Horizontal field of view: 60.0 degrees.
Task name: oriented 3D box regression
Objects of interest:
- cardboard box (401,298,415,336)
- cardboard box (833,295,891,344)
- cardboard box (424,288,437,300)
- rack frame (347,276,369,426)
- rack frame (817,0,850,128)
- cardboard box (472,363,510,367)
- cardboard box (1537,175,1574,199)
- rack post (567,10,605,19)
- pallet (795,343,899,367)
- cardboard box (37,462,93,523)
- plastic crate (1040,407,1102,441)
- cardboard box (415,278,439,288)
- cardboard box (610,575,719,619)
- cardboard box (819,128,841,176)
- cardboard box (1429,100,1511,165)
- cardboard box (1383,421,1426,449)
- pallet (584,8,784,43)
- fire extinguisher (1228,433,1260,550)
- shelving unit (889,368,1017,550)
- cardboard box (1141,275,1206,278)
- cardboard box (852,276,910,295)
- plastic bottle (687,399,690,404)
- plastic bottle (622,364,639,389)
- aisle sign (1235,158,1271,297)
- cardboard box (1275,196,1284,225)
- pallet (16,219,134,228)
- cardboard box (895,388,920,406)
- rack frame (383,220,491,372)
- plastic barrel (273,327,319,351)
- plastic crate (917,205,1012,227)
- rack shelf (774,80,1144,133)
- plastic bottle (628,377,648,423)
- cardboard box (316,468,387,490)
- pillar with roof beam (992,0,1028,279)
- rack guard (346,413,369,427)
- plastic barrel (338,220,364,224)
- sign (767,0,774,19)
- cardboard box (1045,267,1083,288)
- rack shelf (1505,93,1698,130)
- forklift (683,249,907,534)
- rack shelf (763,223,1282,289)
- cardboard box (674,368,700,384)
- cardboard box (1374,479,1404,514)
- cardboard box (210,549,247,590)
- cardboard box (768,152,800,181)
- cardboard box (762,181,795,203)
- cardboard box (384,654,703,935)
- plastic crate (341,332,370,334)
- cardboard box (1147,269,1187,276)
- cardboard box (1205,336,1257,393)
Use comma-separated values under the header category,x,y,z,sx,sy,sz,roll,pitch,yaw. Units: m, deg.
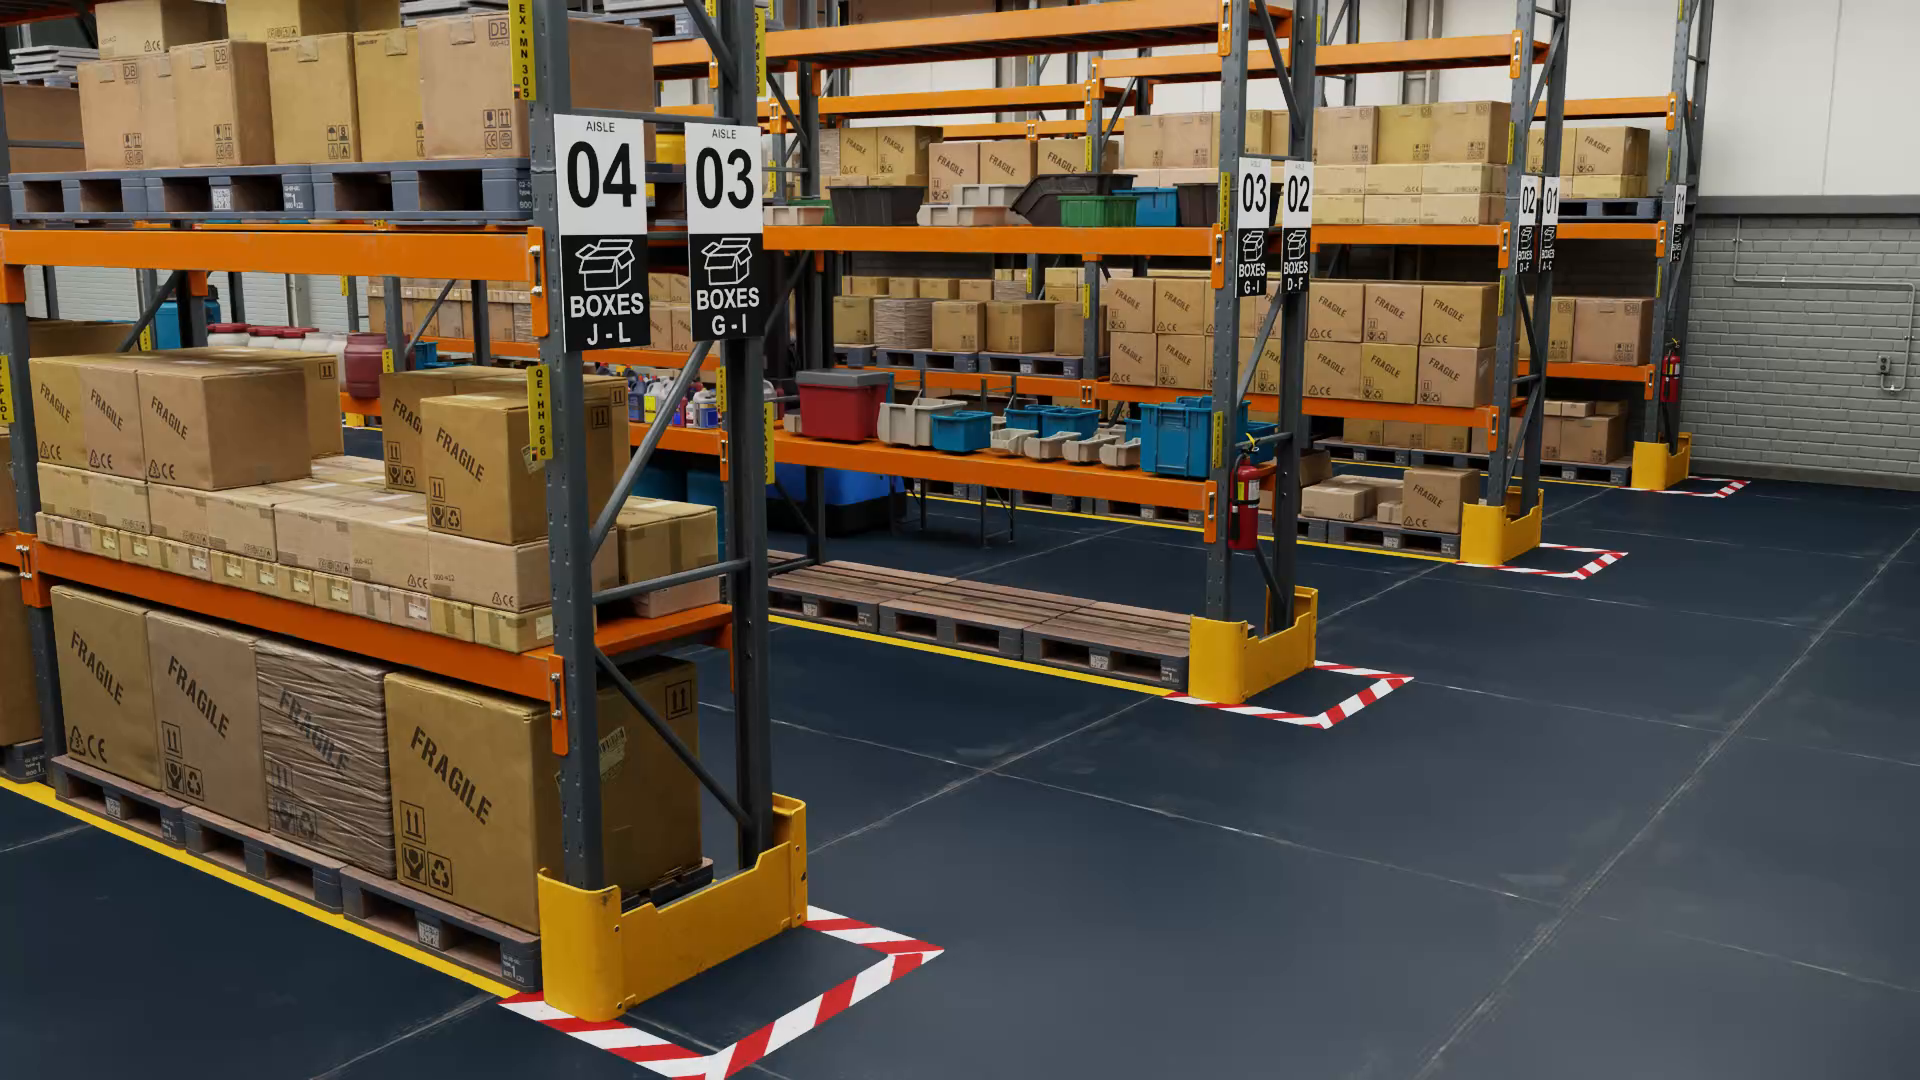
category,x,y,z,sx,sy,sz,roll,pitch,yaw
cardboard box,-7.344,-3.085,22.817,0.500,0.500,0.700,8,14,37
cardboard box,-1.117,-2.451,18.434,0.500,0.500,0.700,3,11,17
cardboard box,-6.911,-3.295,22.193,0.250,0.149,0.380,8,13,35
rack frame,-8.139,-3.149,23.410,0.127,3.000,1.000,8,13,36
rack frame,-1.986,-6.403,24.437,0.127,3.000,1.000,8,13,36
cardboard box,-6.220,-2.056,21.919,0.500,0.500,0.500,8,13,36
cardboard box,6.519,-3.863,18.231,0.500,0.250,0.500,7,13,33
rack post,-3.109,-3.950,13.072,0.954,0.300,0.937,10,15,42
pallet,-1.103,-2.090,18.440,1.003,0.211,1.213,8,13,36
cardboard box,-4.110,-0.263,8.105,0.500,0.250,0.500,8,13,35
plastic crate,0.757,-0.766,11.373,0.300,0.233,0.416,8,13,36
cardboard box,-6.894,-3.660,22.371,0.500,0.500,0.700,8,14,36
cardboard box,-1.200,0.199,6.766,0.250,0.149,0.380,8,14,36
cardboard box,-1.343,-4.212,18.113,0.500,0.500,0.500,8,13,36
cardboard box,4.333,-3.418,14.008,0.500,0.500,0.700,8,13,36
cardboard box,5.407,-1.381,19.745,0.500,0.500,0.700,8,13,35
pallet,-2.087,-3.787,12.461,1.213,0.211,1.003,8,13,36
fire extinguisher,1.675,-0.285,9.789,0.183,0.674,0.296,8,13,36
shelving unit,-0.069,-0.746,14.937,1.048,1.500,0.538,8,13,36
cardboard box,2.094,-2.323,16.243,0.500,0.500,0.500,8,14,36
cardboard box,-1.150,-3.597,24.303,0.500,0.500,0.700,10,15,41
plastic bottle,-2.092,-0.972,12.682,0.097,0.201,0.097,0,11,0
plastic bottle,-2.766,-1.299,13.976,0.185,0.351,0.144,8,13,36
aisle sign,1.707,-1.816,9.673,0.004,0.787,0.394,8,13,36
cardboard box,2.986,-2.937,14.814,0.500,0.250,0.500,8,13,36
pallet,-5.102,-1.758,8.826,1.217,0.209,0.805,7,13,33
cardboard box,-0.750,-1.532,18.498,0.500,0.250,0.500,9,14,38
rack frame,-4.626,-1.492,14.843,0.127,3.000,1.000,8,13,36
plastic barrel,-6.269,-1.736,15.747,0.433,0.535,0.433,0,11,0
plastic crate,0.010,-2.130,10.939,0.530,0.136,0.437,8,13,36
rack shelf,-0.079,-4.421,17.135,4.000,0.370,1.077,8,13,36
plastic bottle,-2.486,-1.092,12.906,0.185,0.351,0.144,8,13,36
cardboard box,-2.586,-0.174,7.644,0.500,0.250,0.500,8,13,34
pillar with roof beam,-1.846,-5.573,20.146,0.400,9.000,9.100,8,13,36
rack guard,-8.158,-1.924,23.661,0.348,0.500,1.175,8,13,36
plastic barrel,-5.687,-3.374,15.546,0.708,0.830,0.600,8,13,36
sign,-2.017,-5.646,17.646,0.005,0.325,0.100,8,13,36
cardboard box,1.475,-3.488,22.087,0.500,0.250,0.500,8,14,37
rack shelf,6.074,-4.730,18.732,4.000,0.370,1.077,8,13,36
forklift,-2.019,-1.680,16.000,3.031,2.935,1.130,7,13,33
rack shelf,0.210,-1.937,11.140,4.000,0.370,1.077,8,13,36
cardboard box,-4.246,-2.648,26.741,0.500,0.311,0.500,9,14,40
cardboard box,4.084,-0.377,15.162,0.500,0.250,0.500,8,13,36
cardboard box,-3.035,0.099,7.283,0.250,0.149,0.380,7,13,34
cardboard box,-2.550,-5.495,24.693,0.500,0.500,0.500,7,13,31
cardboard box,-2.090,-3.897,18.669,0.500,0.250,0.500,7,13,31
cardboard box,-1.673,0.943,6.745,0.875,0.875,0.875,8,13,36
plastic crate,-5.747,-1.752,16.018,0.583,0.464,0.402,8,13,36
cardboard box,2.706,-3.319,21.213,0.500,0.250,0.500,8,13,34
cardboard box,2.599,-1.636,15.327,0.500,0.500,0.500,8,13,35
